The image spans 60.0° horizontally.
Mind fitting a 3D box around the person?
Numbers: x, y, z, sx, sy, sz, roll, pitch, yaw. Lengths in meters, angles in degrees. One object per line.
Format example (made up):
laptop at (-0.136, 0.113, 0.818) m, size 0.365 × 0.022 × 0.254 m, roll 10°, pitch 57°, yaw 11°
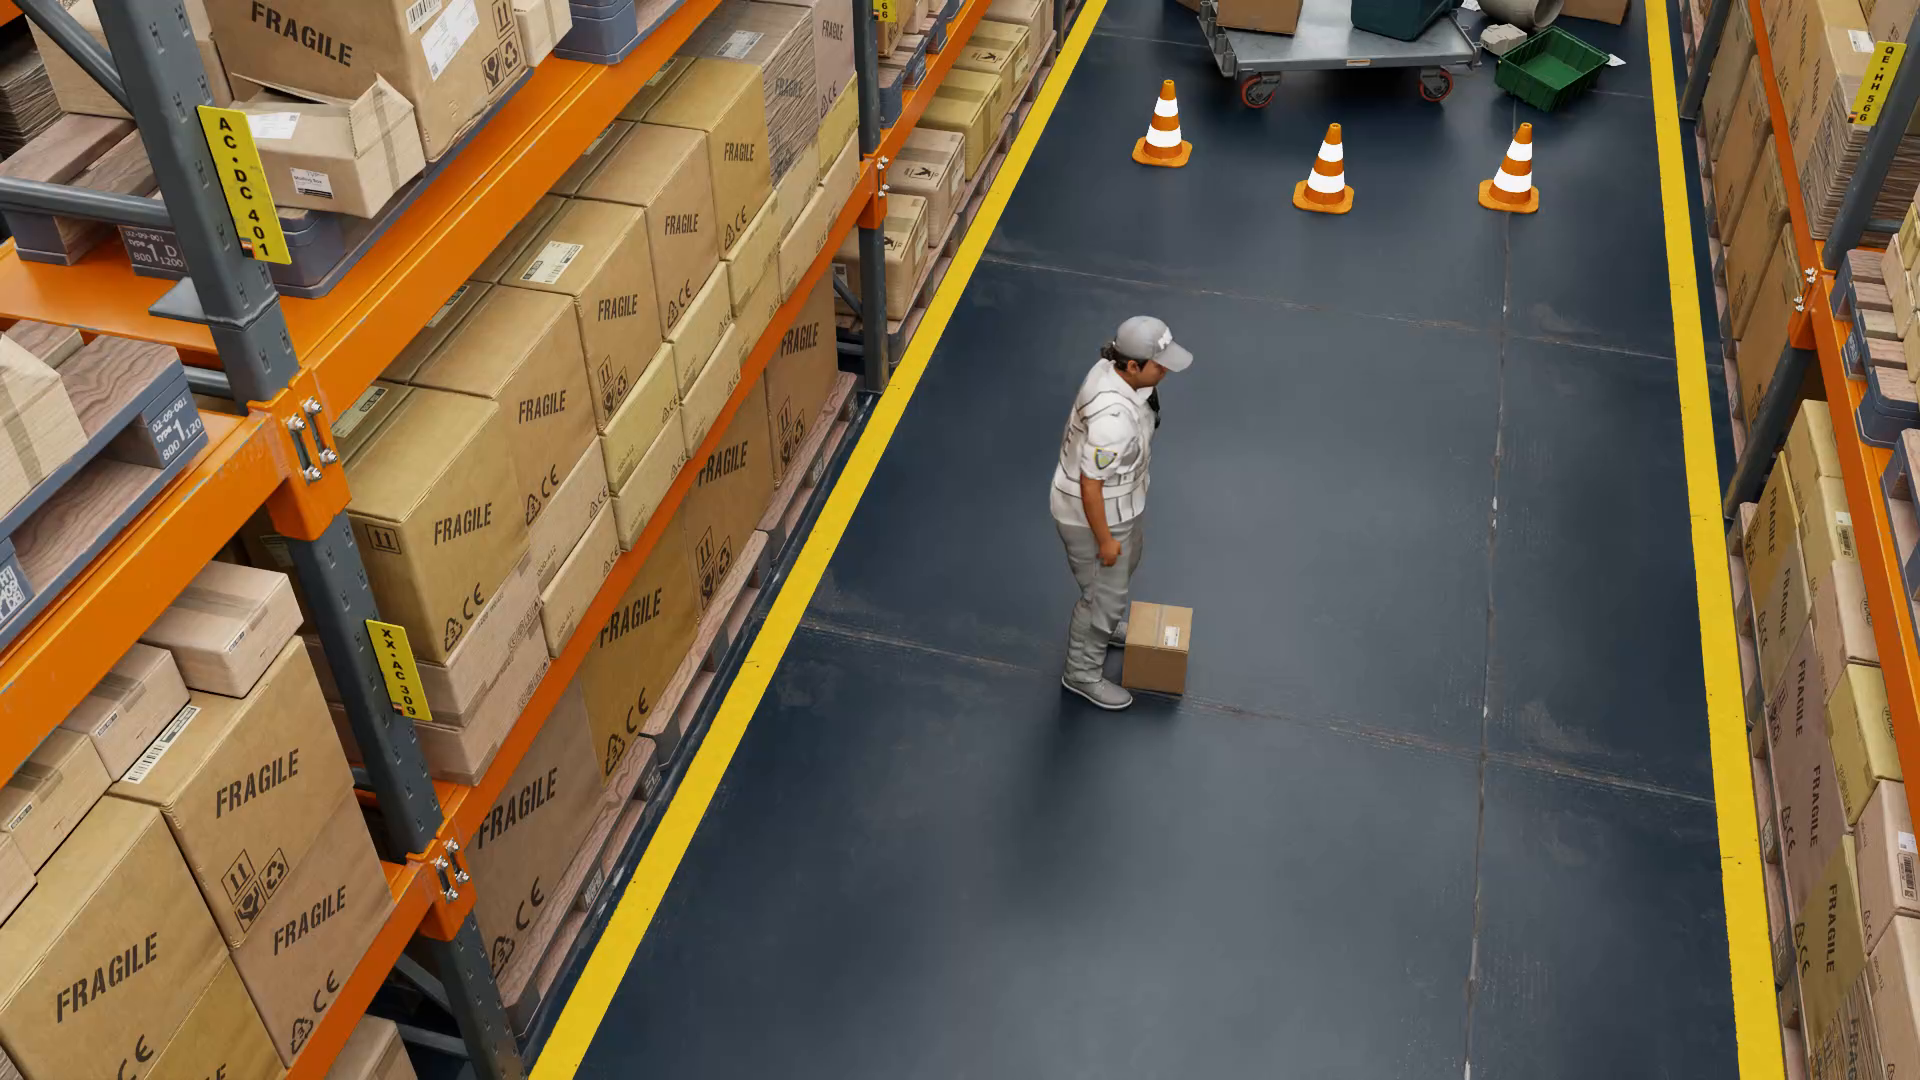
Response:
person at (0.582, -0.130, 6.301) m, size 0.465 × 1.666 × 0.538 m, roll 10°, pitch 42°, yaw 12°
